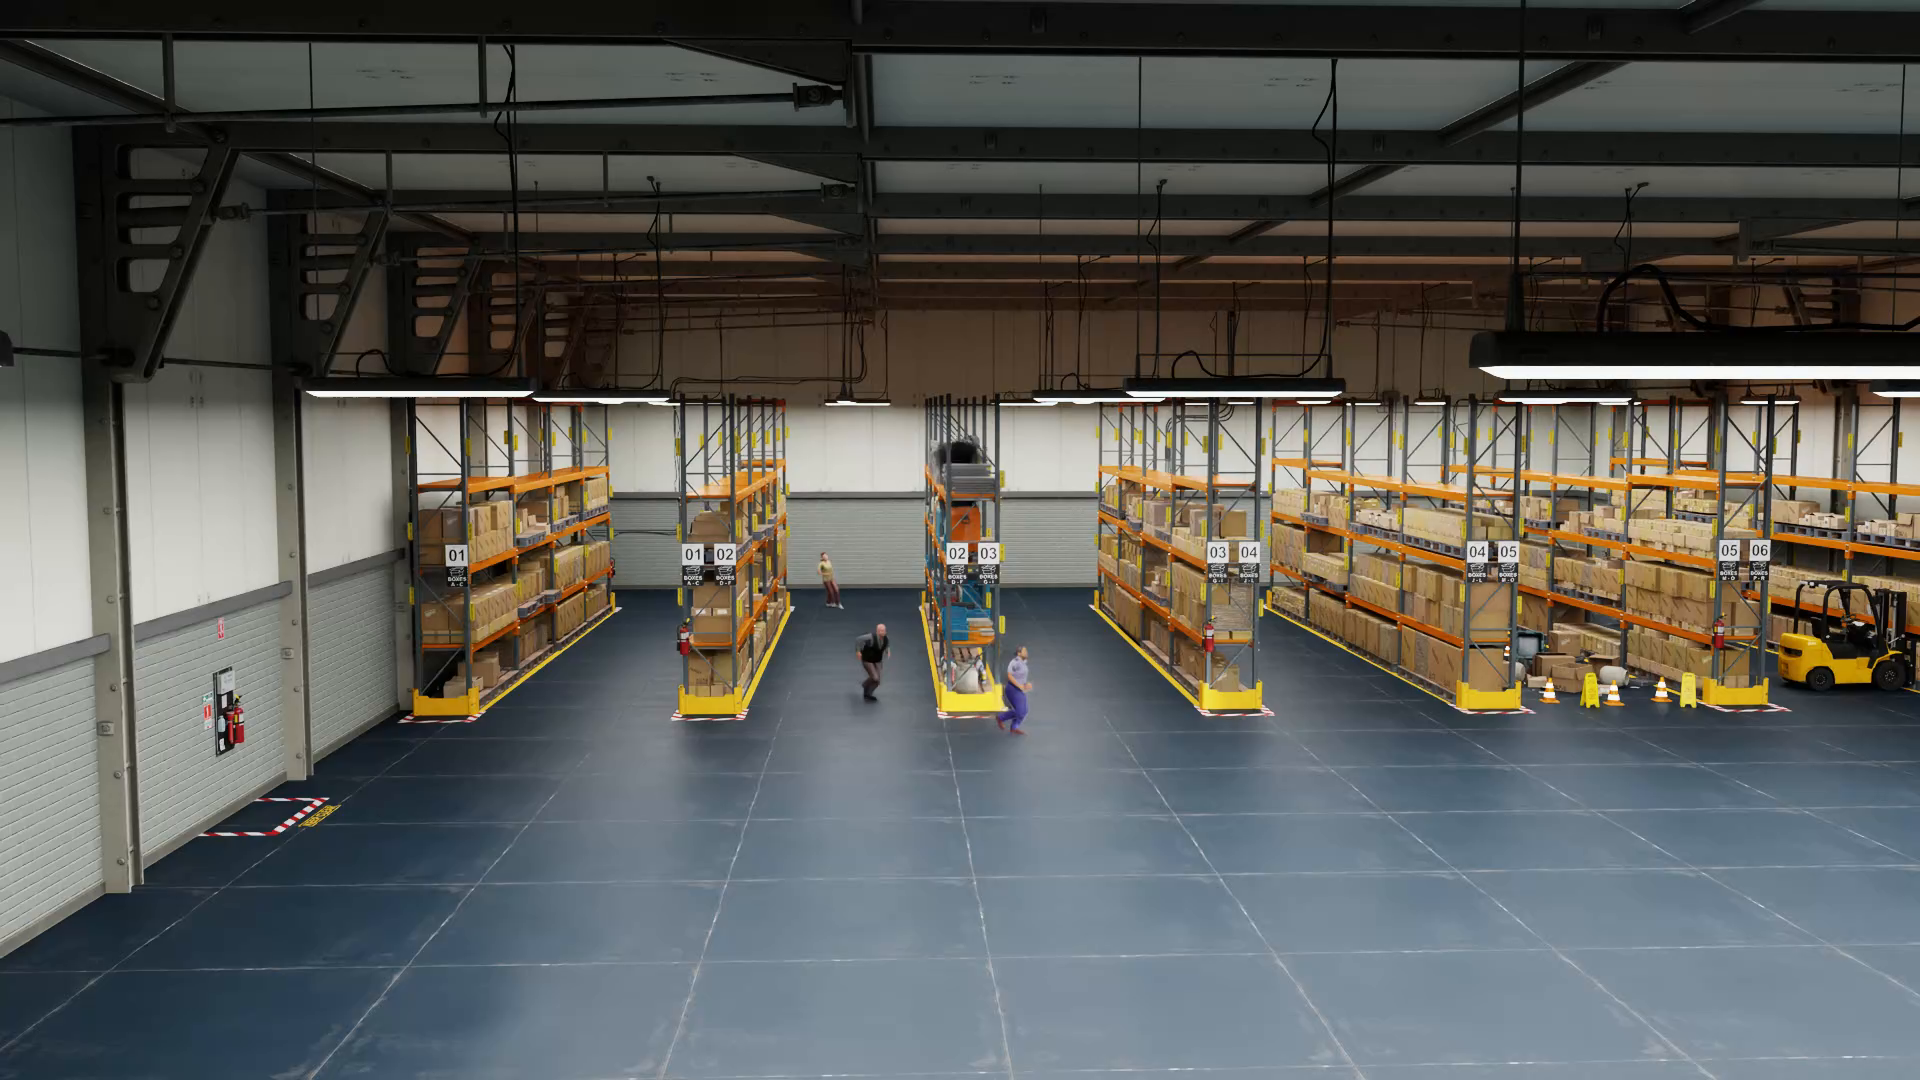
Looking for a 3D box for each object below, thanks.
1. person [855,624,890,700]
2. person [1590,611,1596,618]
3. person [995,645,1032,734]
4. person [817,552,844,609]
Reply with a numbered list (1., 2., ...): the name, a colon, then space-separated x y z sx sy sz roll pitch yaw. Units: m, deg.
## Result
1. person: -1.692 2.393 32.425 0.690 1.544 0.836 -3 5 -34
2. person: 16.929 1.324 45.322 0.574 1.659 0.956 -2 5 -25
3. person: 0.933 2.632 29.281 0.596 1.582 0.608 2 5 21
4. person: -3.780 1.169 47.613 0.696 1.668 0.659 -4 6 -40
